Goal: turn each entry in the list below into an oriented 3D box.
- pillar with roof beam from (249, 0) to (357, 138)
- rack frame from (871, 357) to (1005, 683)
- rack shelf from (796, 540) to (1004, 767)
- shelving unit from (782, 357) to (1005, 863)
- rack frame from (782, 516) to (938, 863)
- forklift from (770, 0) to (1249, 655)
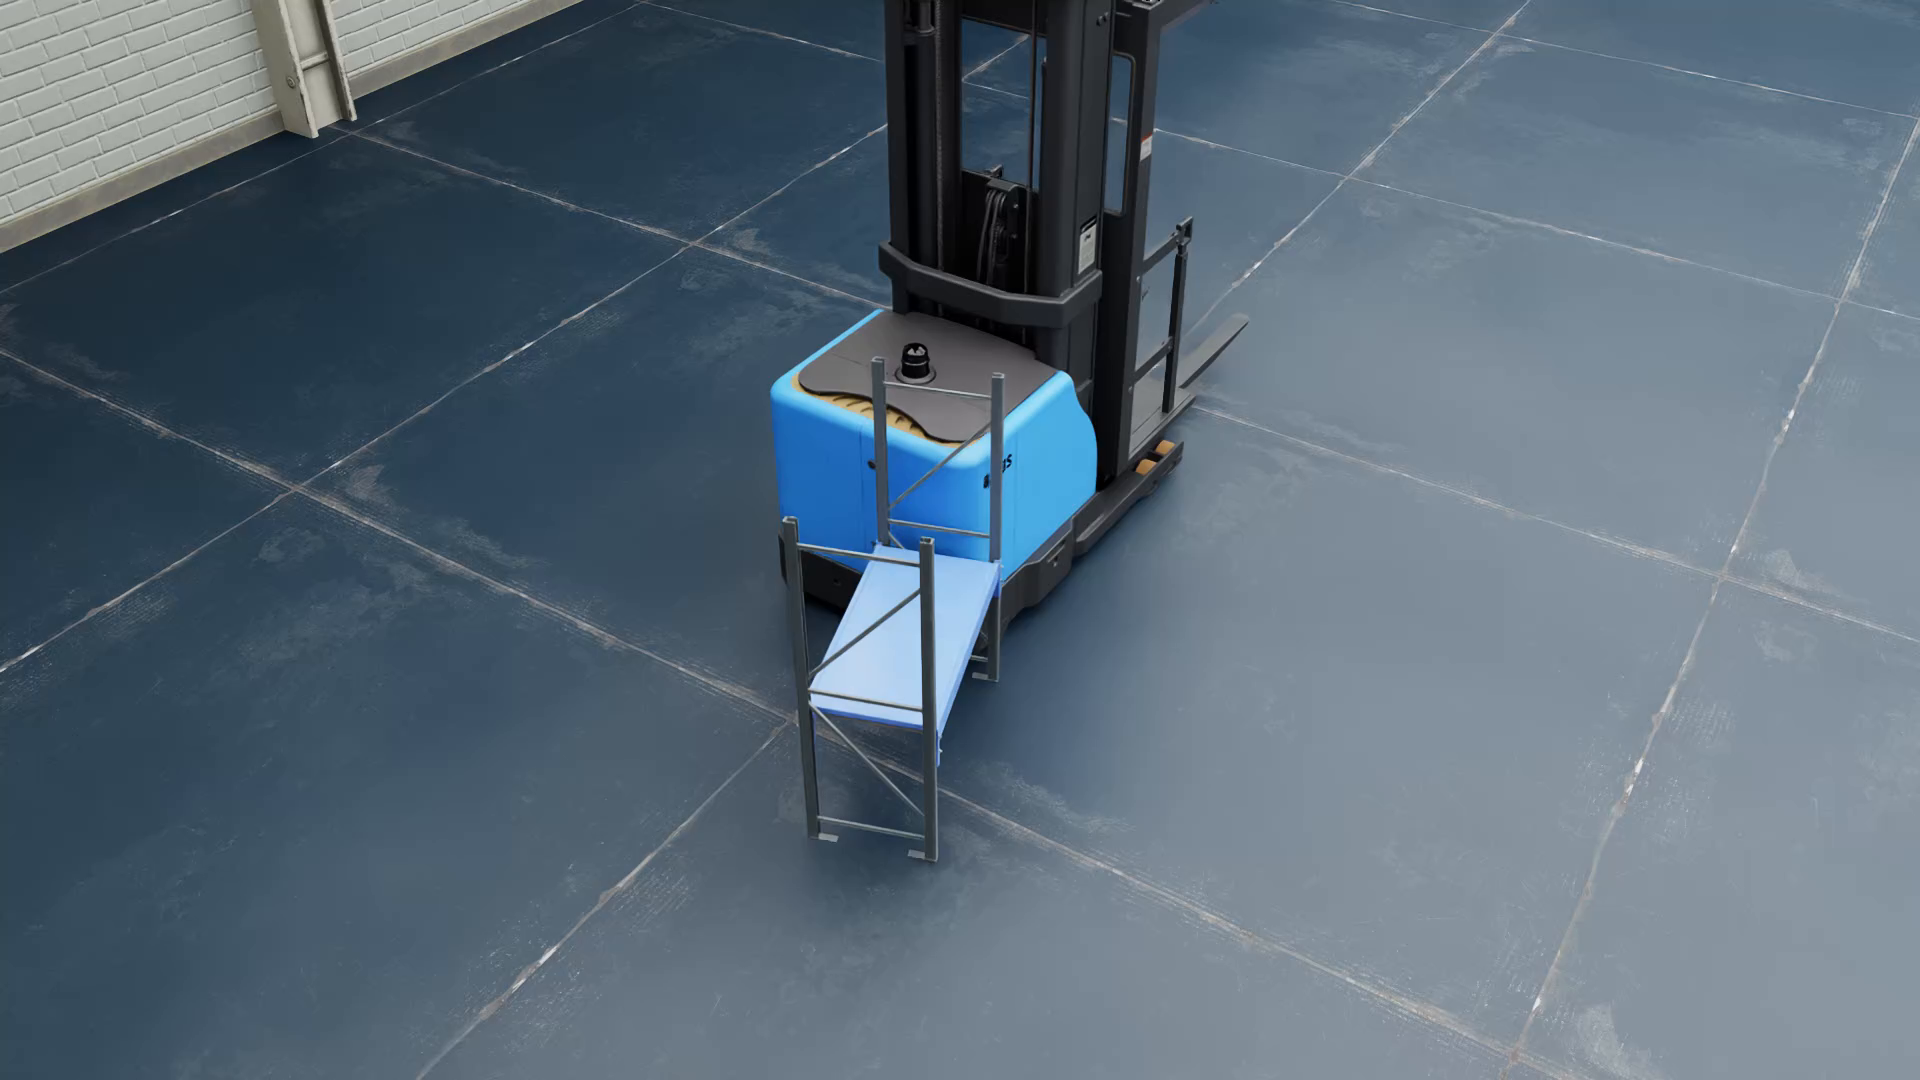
[{"bbox_3d":[-0.783,-5.032,6.908,9.100,9.000,0.400,21,42,25],"label":"pillar with roof beam"},{"bbox_3d":[-0.082,-0.041,6.574,0.500,1.500,0.032,9,38,11],"label":"rack frame"},{"bbox_3d":[-0.205,0.403,6.293,0.538,0.185,1.000,9,38,11],"label":"rack shelf"},{"bbox_3d":[-0.205,0.261,6.184,0.538,1.500,1.048,9,38,11],"label":"shelving unit"},{"bbox_3d":[-0.328,0.562,5.793,0.500,1.500,0.032,9,38,11],"label":"rack frame"},{"bbox_3d":[0.438,-1.531,7.336,1.130,2.935,3.031,22,43,26],"label":"forklift"}]
